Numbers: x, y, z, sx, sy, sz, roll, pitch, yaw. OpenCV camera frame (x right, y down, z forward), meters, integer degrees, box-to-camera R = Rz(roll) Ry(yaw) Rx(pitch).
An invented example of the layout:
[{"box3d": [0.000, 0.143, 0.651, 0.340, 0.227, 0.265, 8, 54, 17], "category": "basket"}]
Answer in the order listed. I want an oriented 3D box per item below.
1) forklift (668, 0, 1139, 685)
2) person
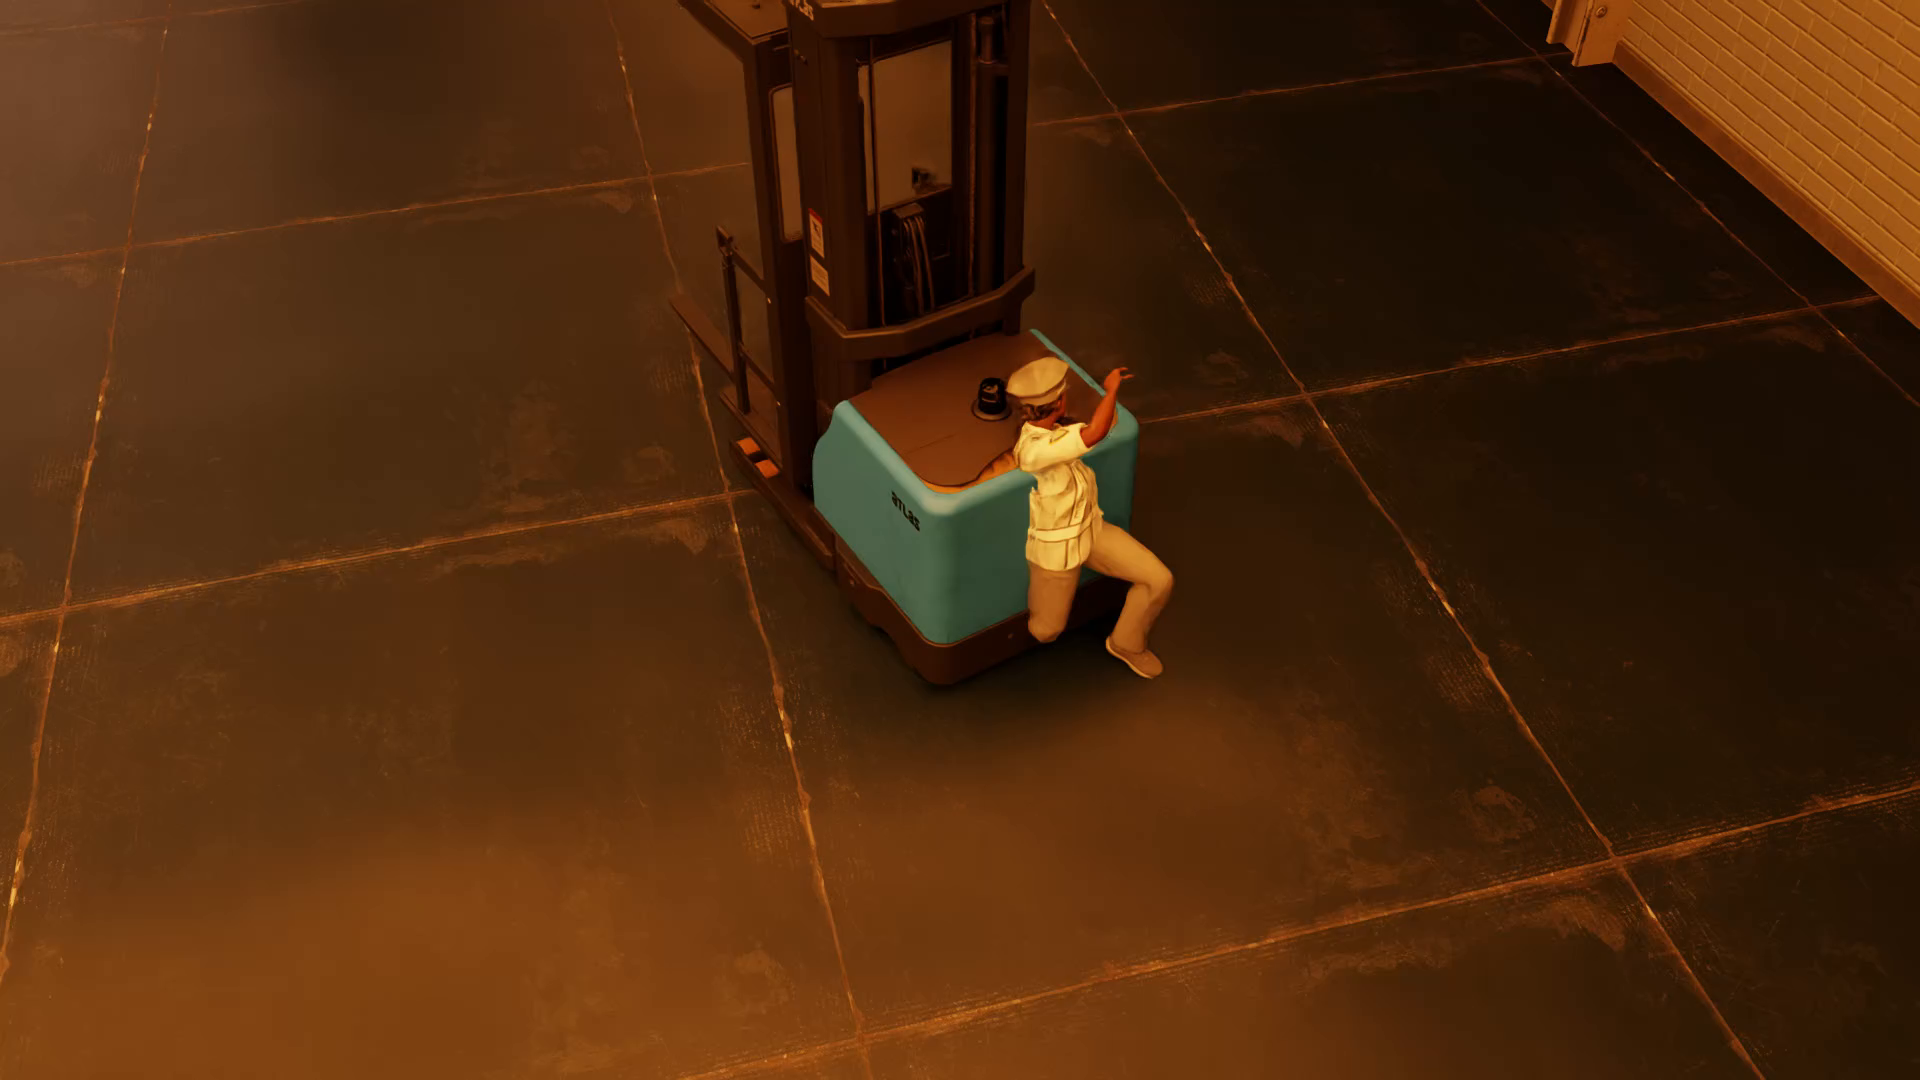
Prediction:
[{"box3d": [-0.464, -1.444, 7.173, 1.130, 2.935, 3.031, -23, 48, -23], "category": "forklift"}, {"box3d": [0.594, -0.191, 6.993, 0.882, 1.398, 0.965, 21, 47, 21], "category": "person"}]
